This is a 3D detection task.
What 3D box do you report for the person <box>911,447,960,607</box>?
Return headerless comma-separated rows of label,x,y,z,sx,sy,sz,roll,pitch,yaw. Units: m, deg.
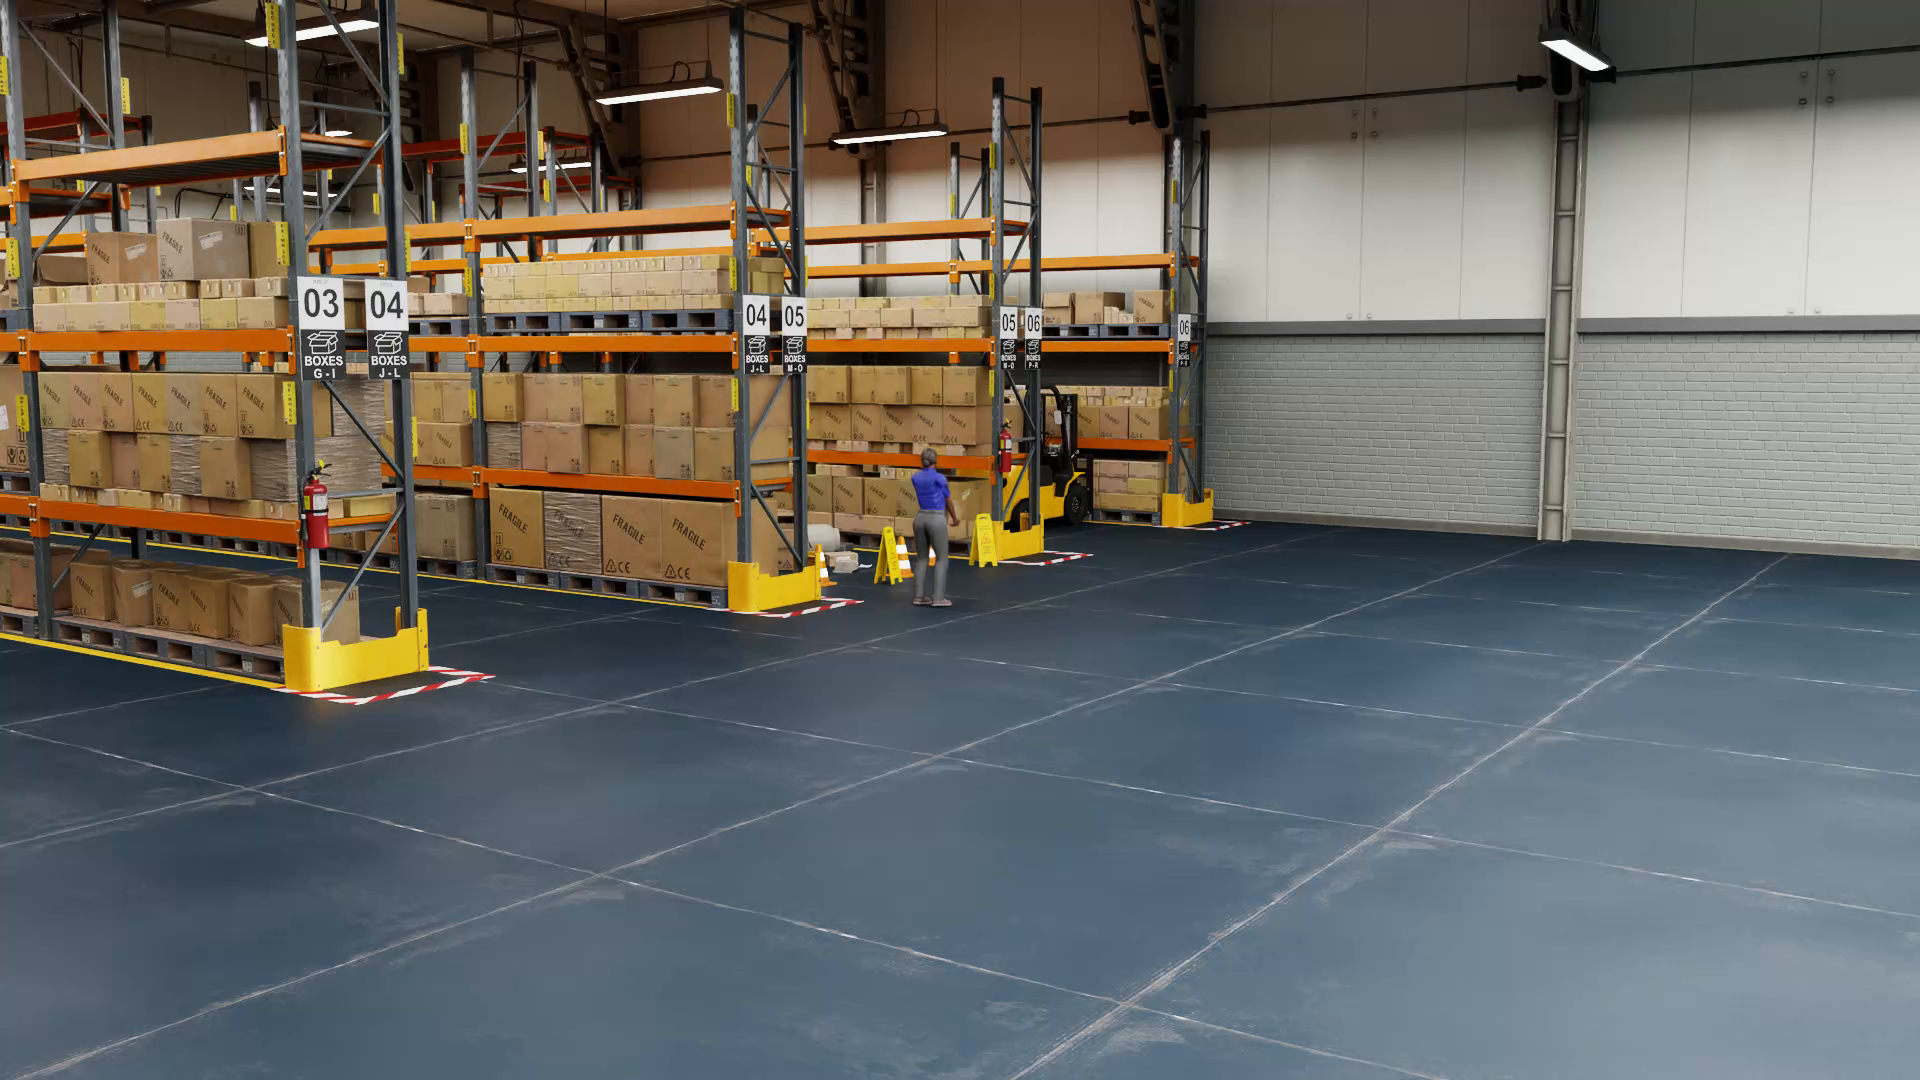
person,-0.259,-0.142,17.342,0.423,1.656,0.506,4,8,33
